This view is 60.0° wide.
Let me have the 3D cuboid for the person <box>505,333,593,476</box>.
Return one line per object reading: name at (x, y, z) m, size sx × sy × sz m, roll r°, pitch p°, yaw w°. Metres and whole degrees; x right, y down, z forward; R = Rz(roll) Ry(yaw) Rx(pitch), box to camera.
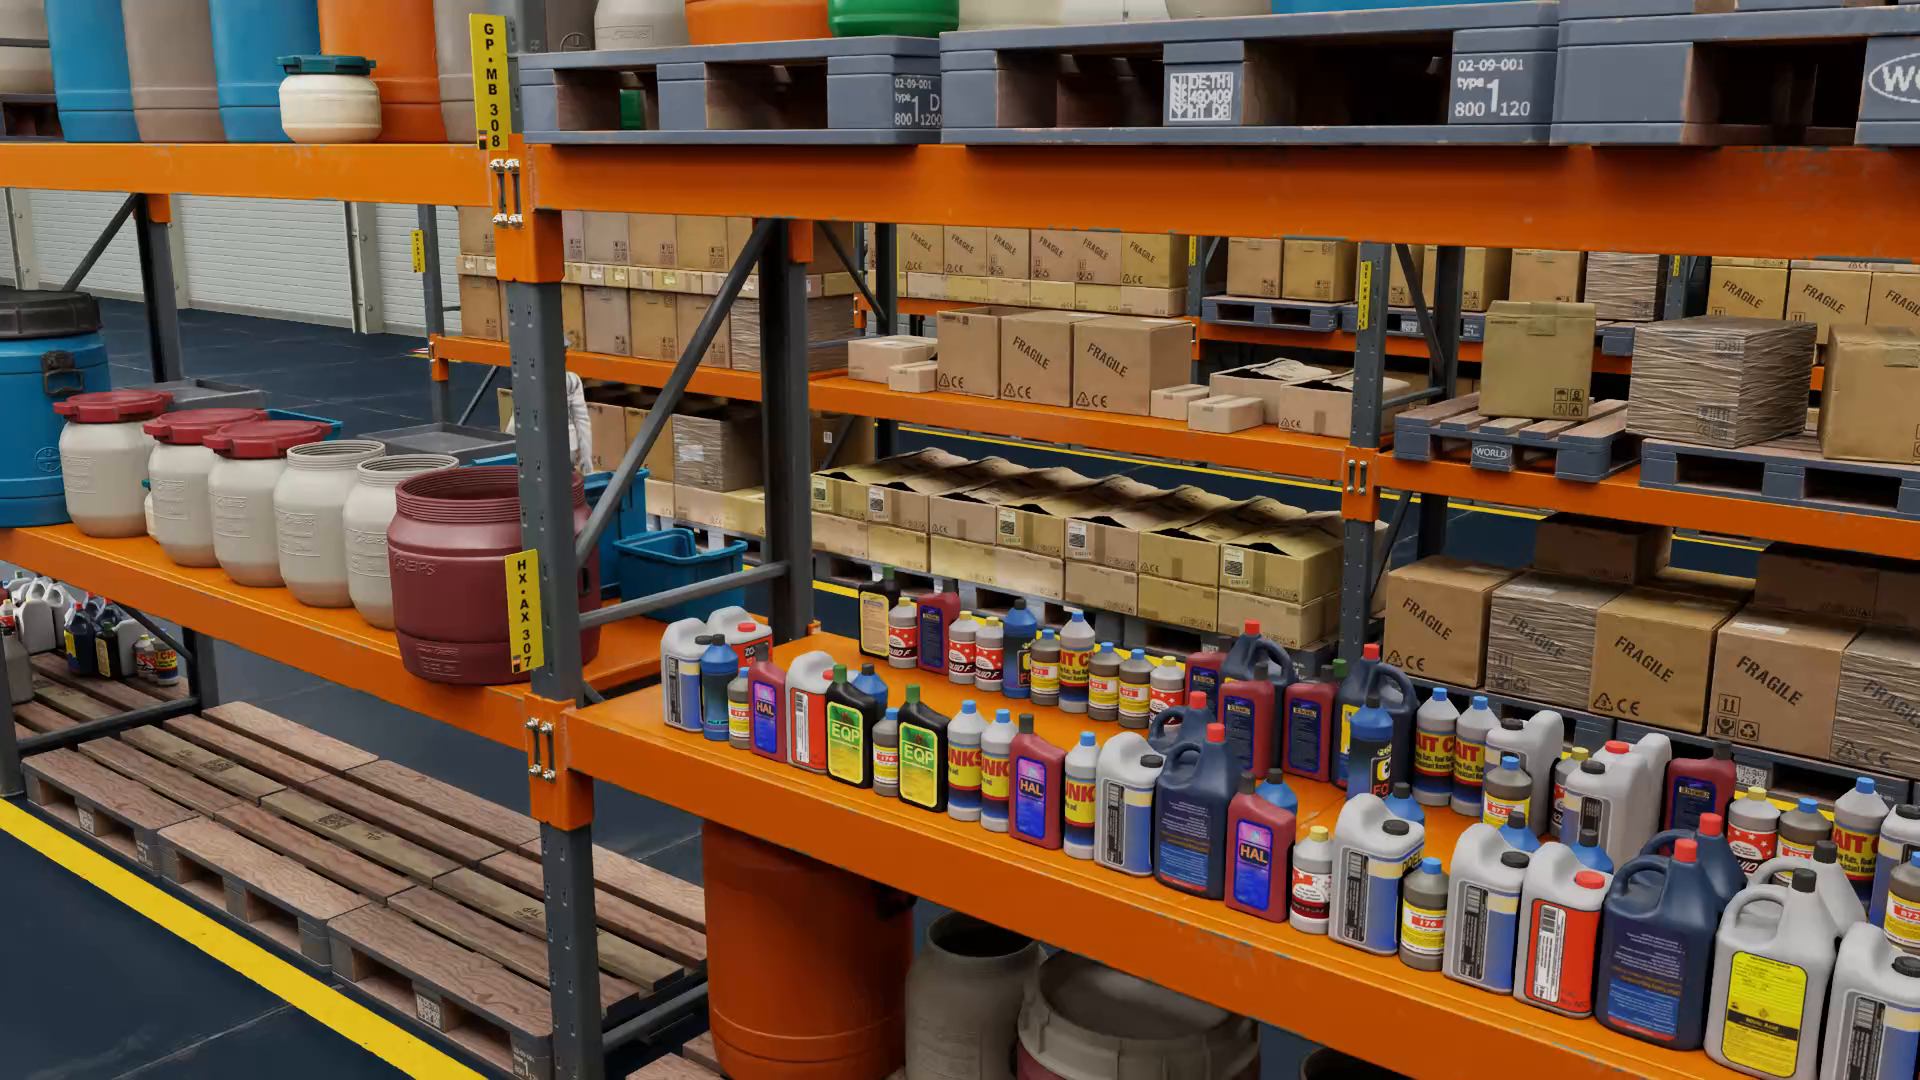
person at (-2.708, -0.573, 10.769) m, size 0.978 × 1.630 × 0.505 m, roll 10°, pitch 17°, yaw 36°
